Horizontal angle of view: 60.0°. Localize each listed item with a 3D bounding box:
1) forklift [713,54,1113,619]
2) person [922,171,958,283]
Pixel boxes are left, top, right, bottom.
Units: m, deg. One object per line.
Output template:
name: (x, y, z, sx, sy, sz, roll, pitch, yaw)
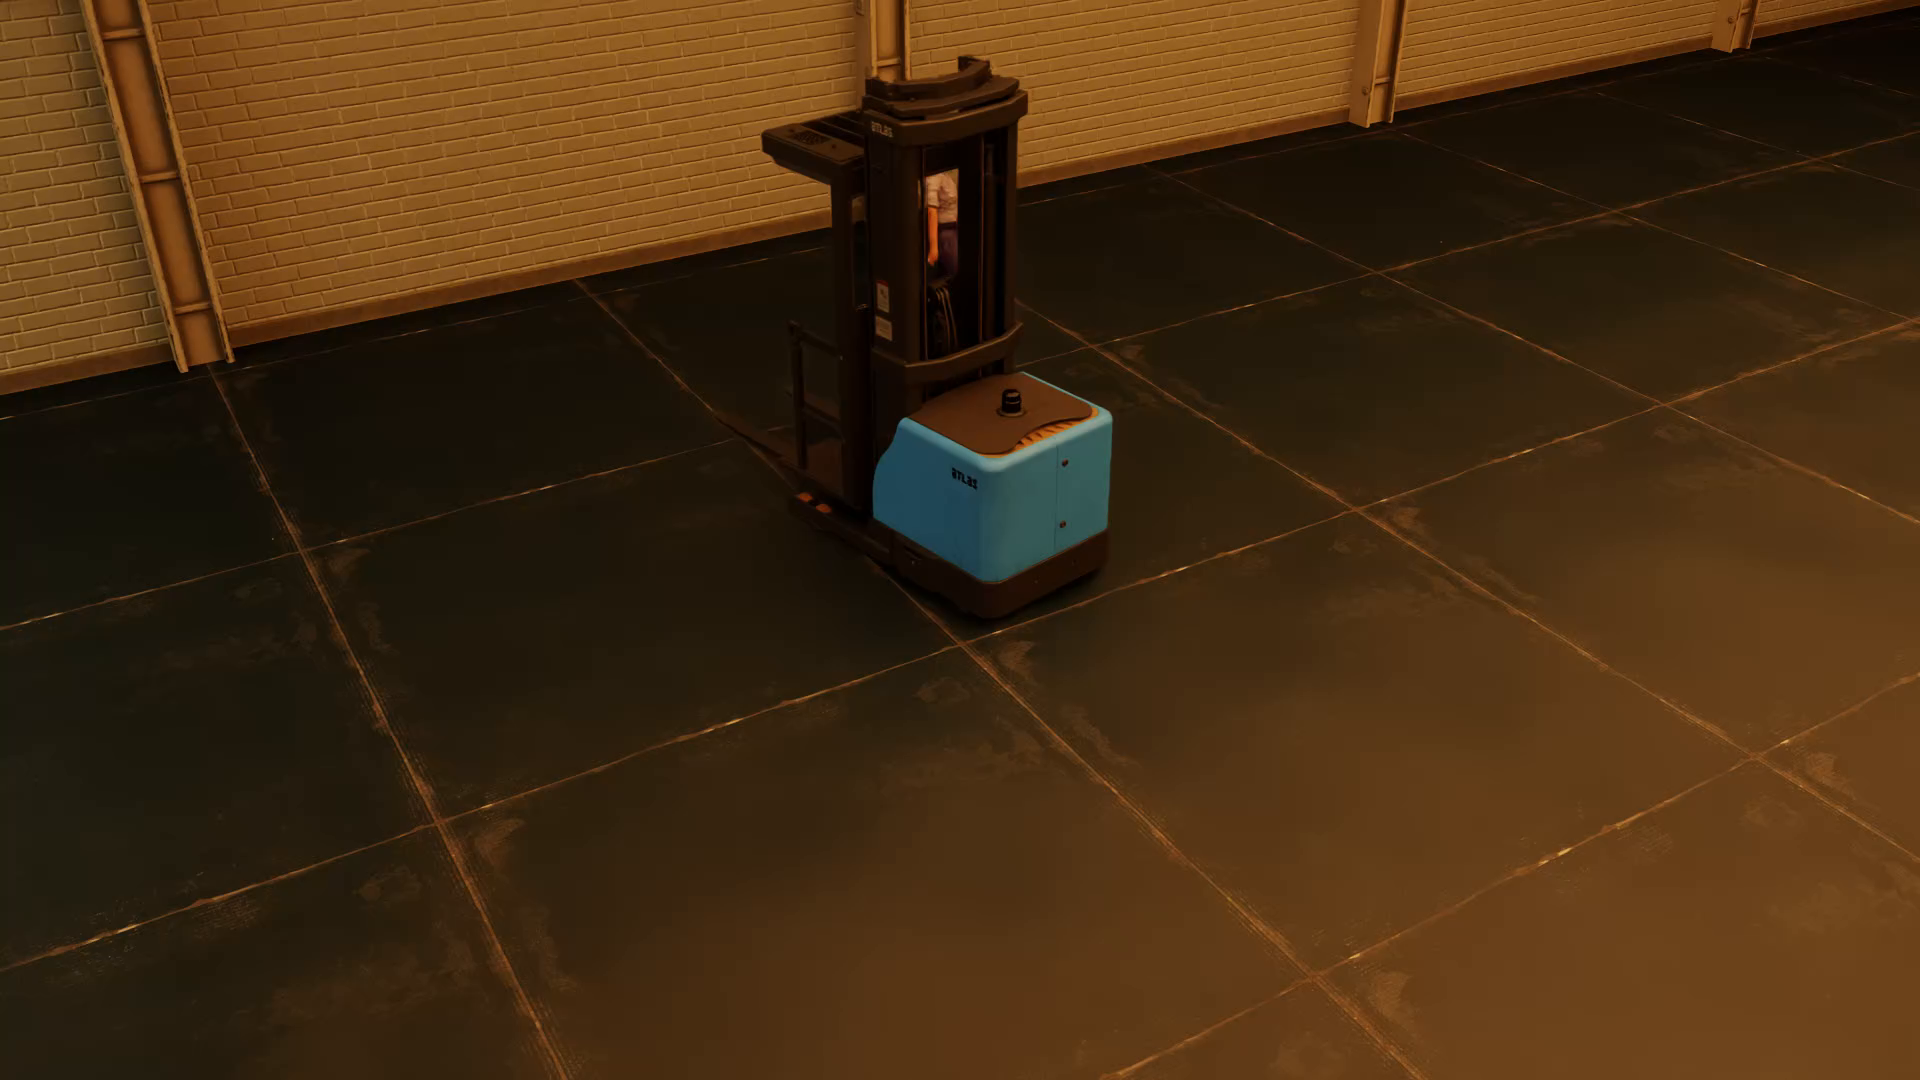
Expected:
forklift: (-0.454, -1.476, 10.113, 1.130, 2.935, 3.031, -25, 39, -35)
person: (-0.133, -2.376, 12.968, 0.484, 1.565, 0.840, 0, 31, 1)
